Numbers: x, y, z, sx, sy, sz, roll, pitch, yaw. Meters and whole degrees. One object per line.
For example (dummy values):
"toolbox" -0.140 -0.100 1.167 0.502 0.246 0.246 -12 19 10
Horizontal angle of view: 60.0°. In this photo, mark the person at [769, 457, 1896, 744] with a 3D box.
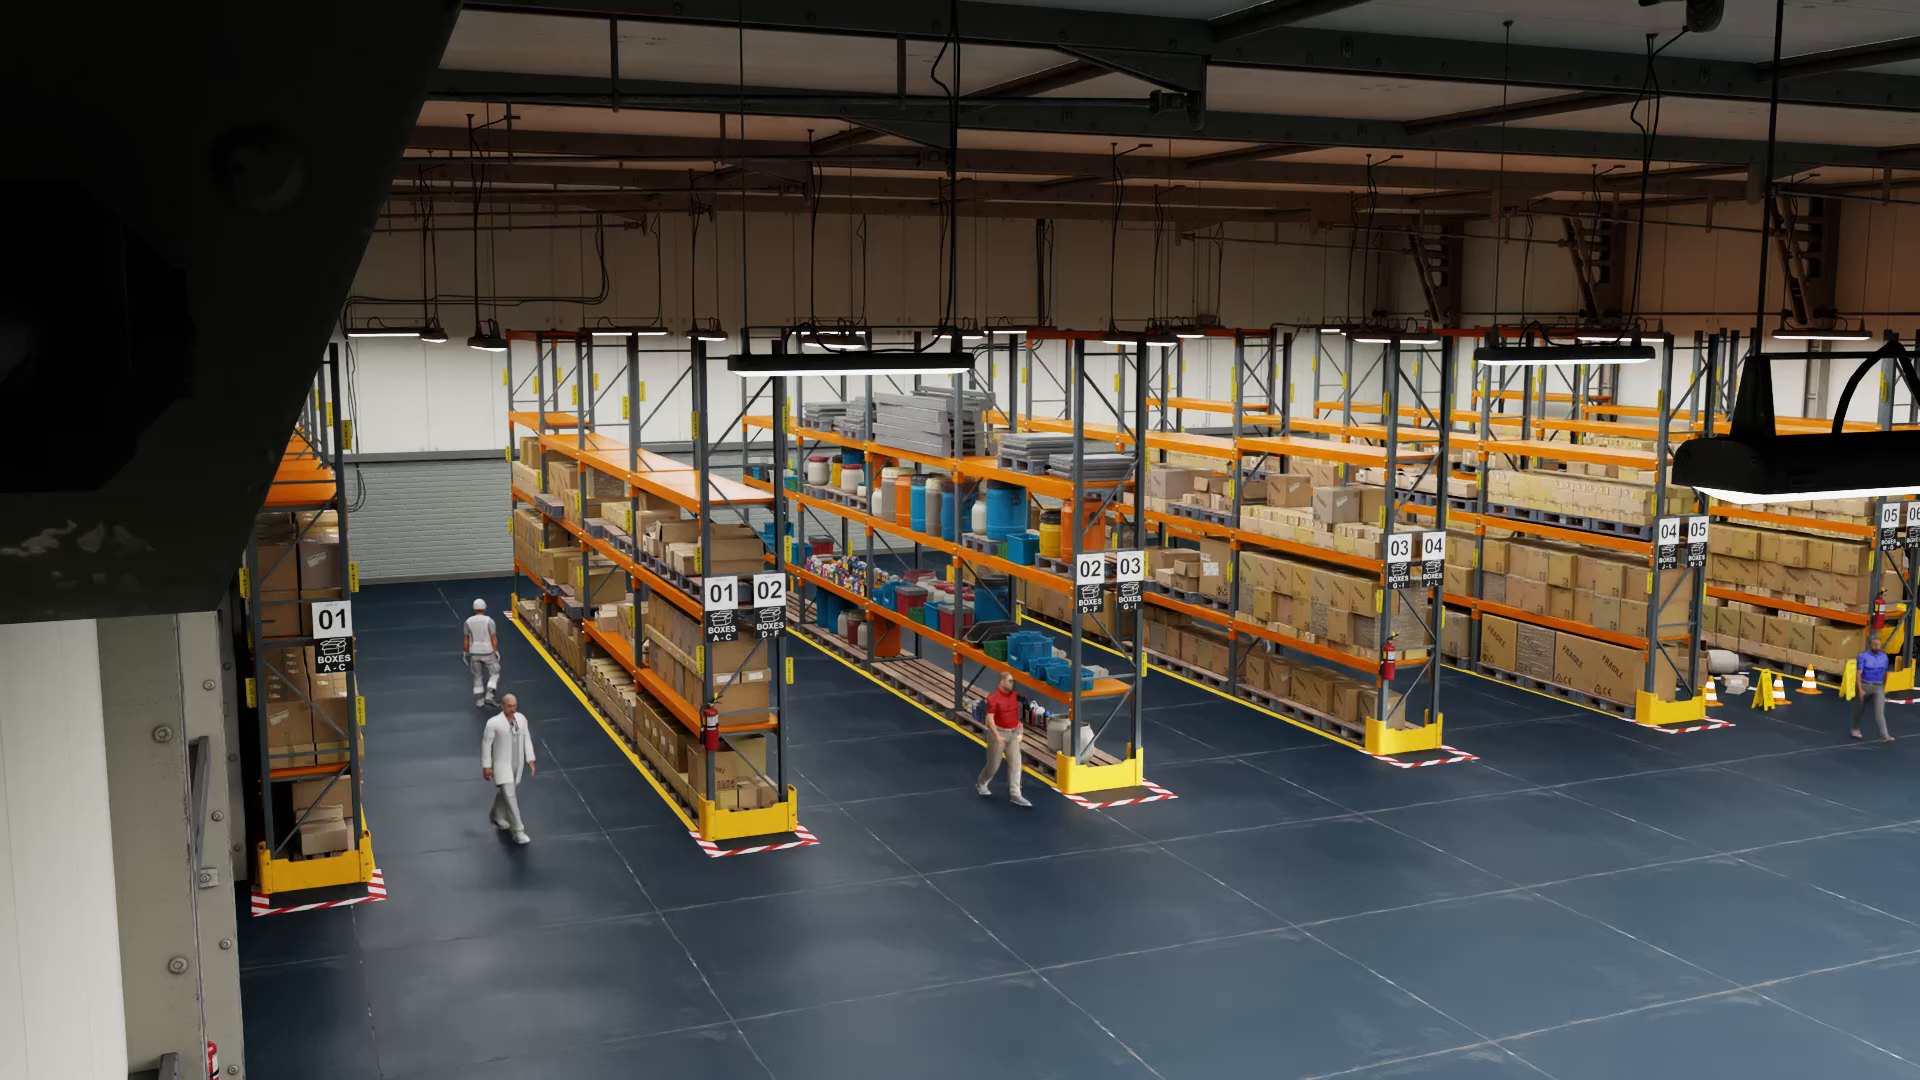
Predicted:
"person" 4.688 0.596 30.446 20.500 3.167 8.470 2 8 15

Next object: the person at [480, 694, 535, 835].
"person" -5.500 2.683 20.171 0.868 1.666 0.599 5 9 34

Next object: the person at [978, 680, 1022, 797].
"person" 0.552 2.567 21.704 0.703 1.532 0.584 7 11 43

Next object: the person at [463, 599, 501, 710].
"person" -7.671 1.837 26.638 0.598 1.792 0.503 0 8 3

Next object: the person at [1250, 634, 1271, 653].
"person" 5.500 1.357 30.575 0.512 1.674 0.516 -3 8 -22
